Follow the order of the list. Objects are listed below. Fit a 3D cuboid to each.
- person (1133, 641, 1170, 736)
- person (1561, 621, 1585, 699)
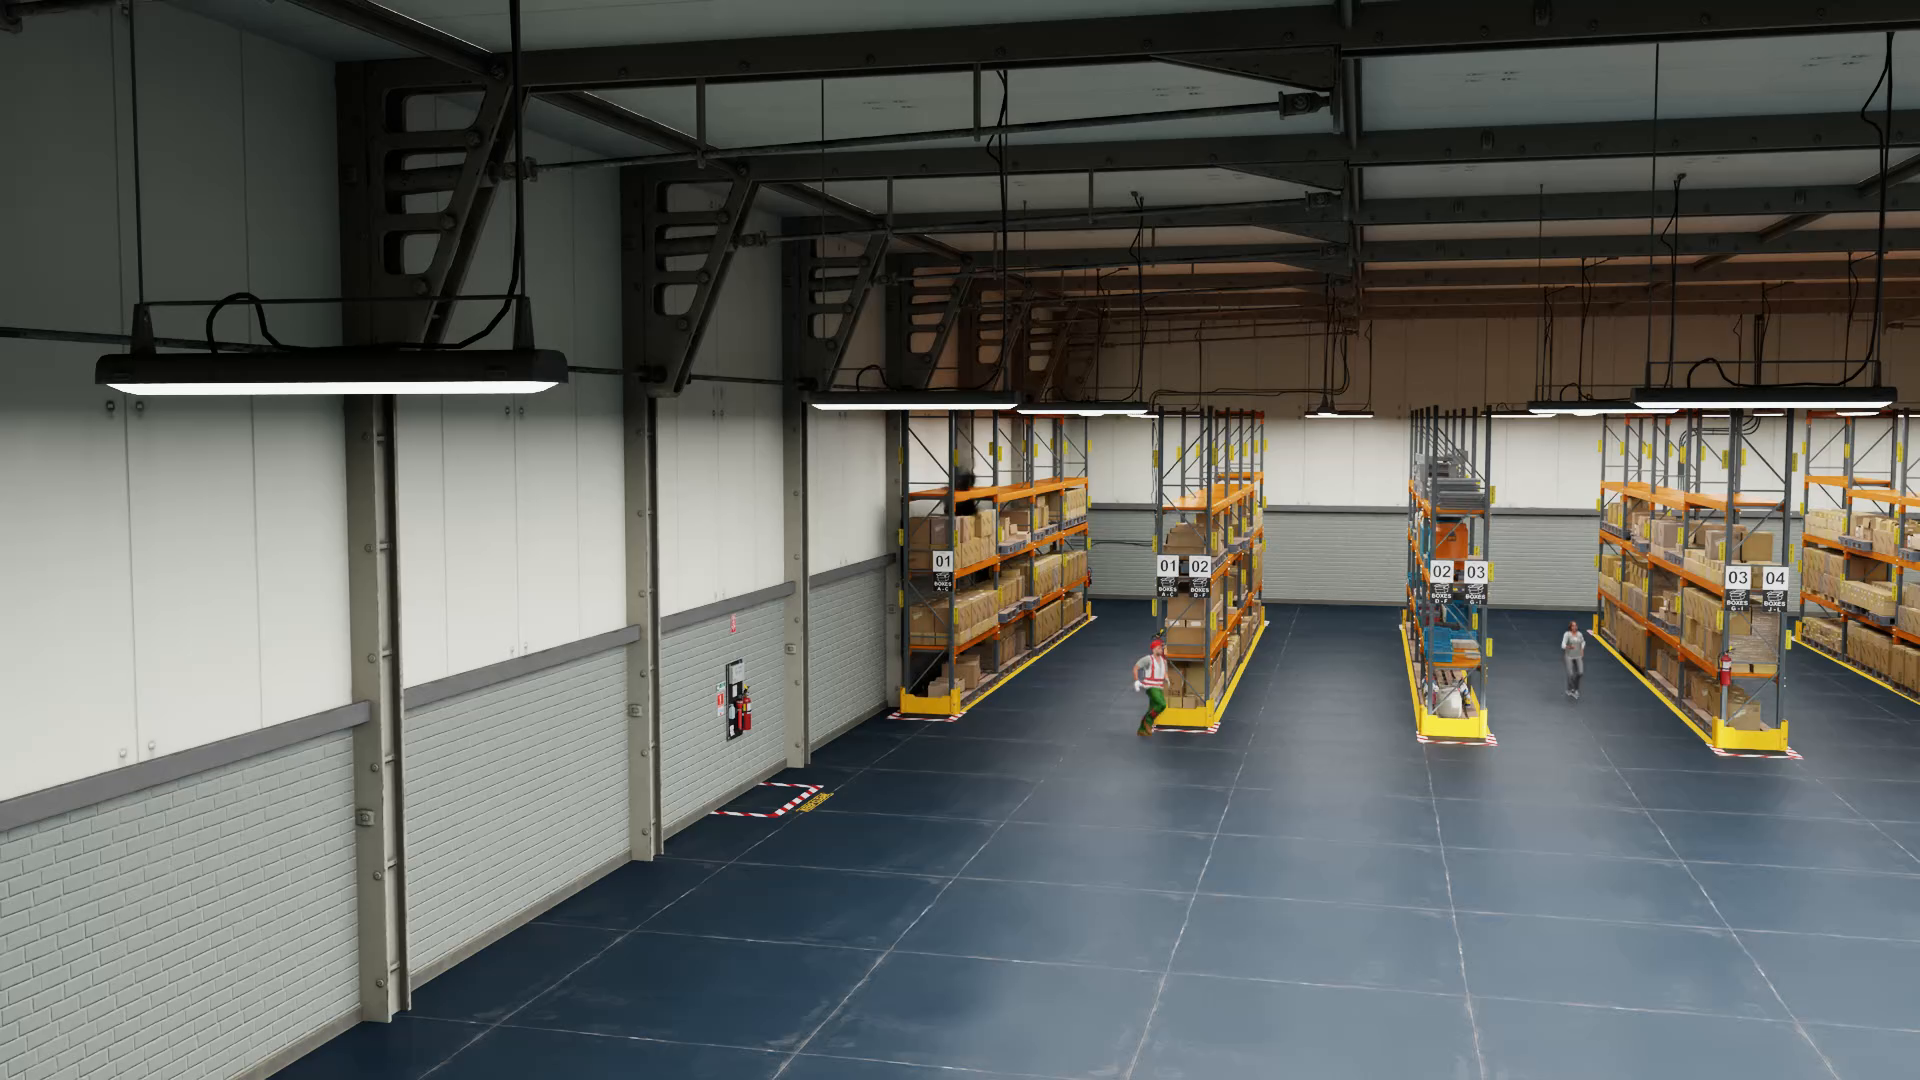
[{"bbox_3d":[3.544,2.689,30.067,0.700,1.715,0.635,-4,6,-42],"label":"person"},{"bbox_3d":[12.675,2.467,34.315,0.515,1.604,0.625,0,4,5],"label":"person"}]
